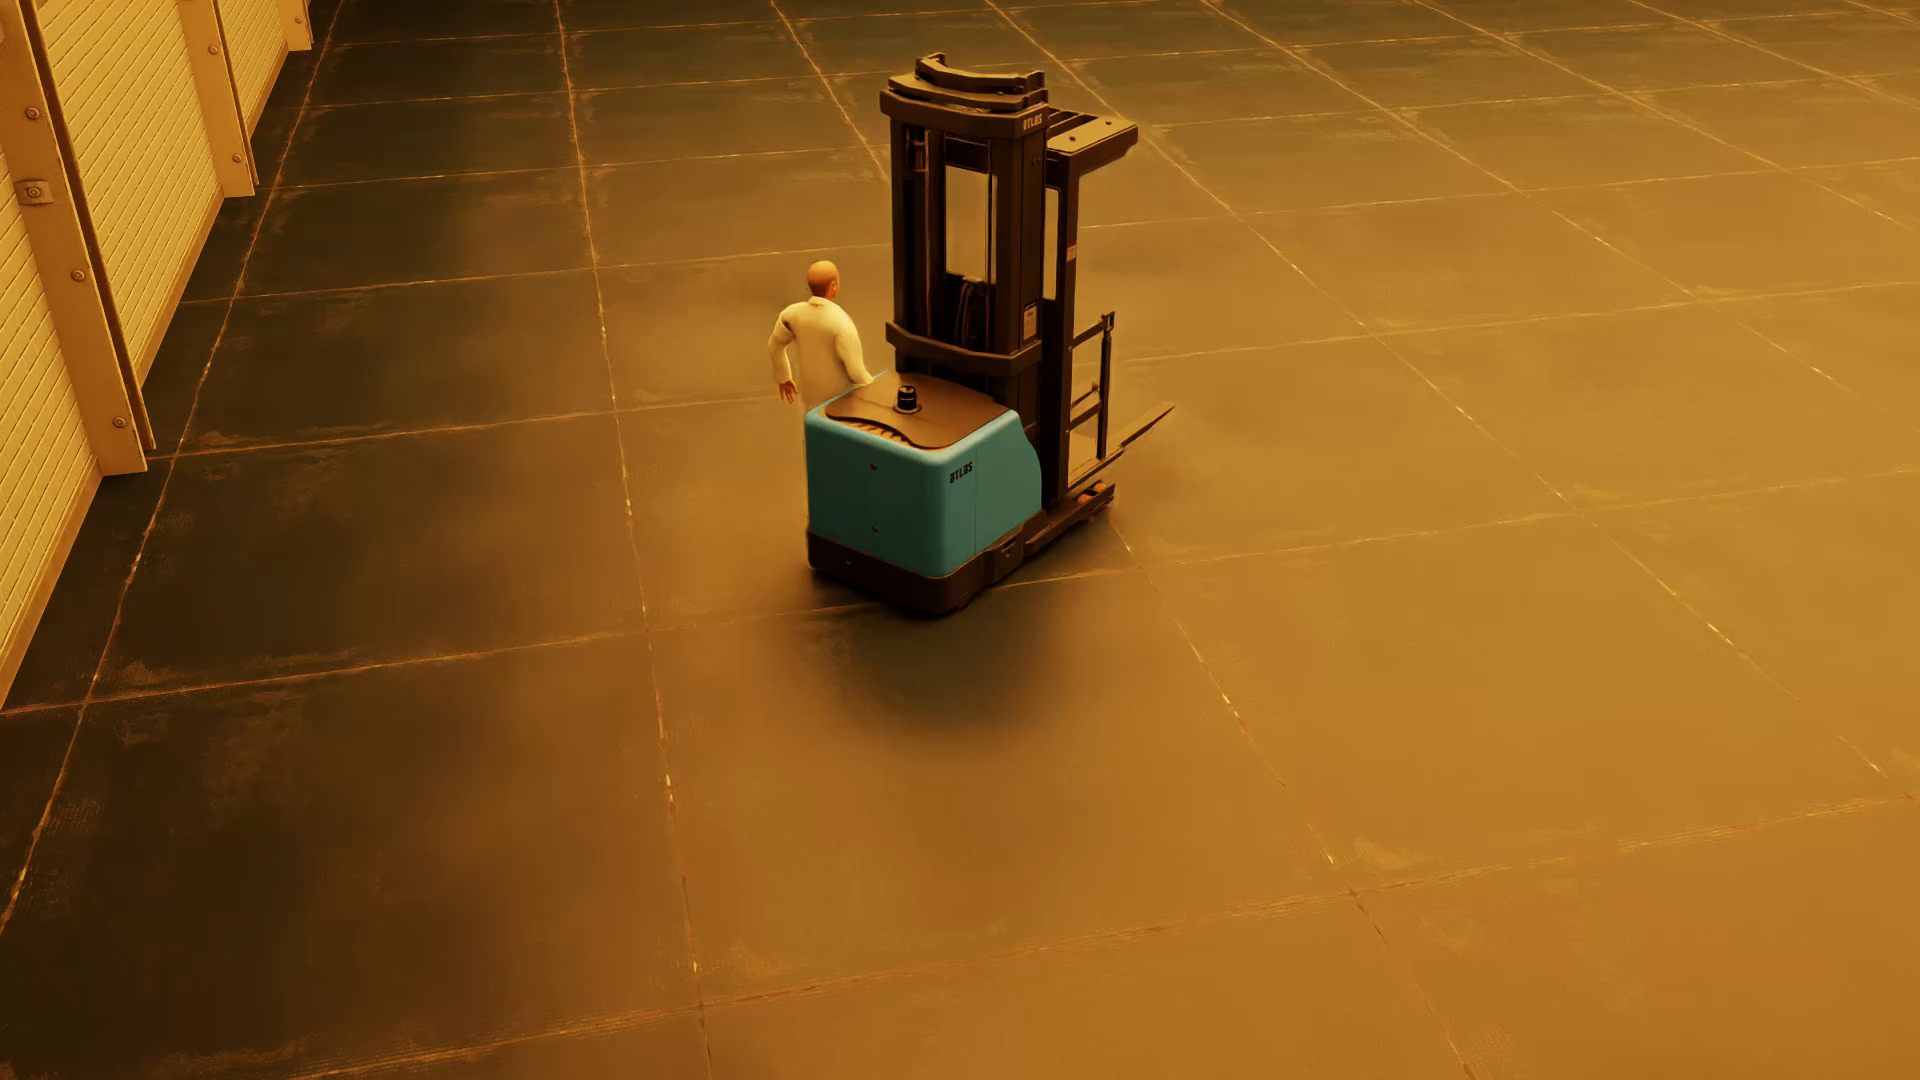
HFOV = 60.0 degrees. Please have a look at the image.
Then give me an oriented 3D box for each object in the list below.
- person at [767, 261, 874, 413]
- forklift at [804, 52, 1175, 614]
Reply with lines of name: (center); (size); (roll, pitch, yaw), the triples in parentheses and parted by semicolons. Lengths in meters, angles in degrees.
person: (-0.656, -0.969, 10.466); (0.880, 1.748, 0.825); (23, 37, 34)
forklift: (0.352, -1.525, 10.209); (1.130, 2.935, 3.031); (20, 36, 31)
